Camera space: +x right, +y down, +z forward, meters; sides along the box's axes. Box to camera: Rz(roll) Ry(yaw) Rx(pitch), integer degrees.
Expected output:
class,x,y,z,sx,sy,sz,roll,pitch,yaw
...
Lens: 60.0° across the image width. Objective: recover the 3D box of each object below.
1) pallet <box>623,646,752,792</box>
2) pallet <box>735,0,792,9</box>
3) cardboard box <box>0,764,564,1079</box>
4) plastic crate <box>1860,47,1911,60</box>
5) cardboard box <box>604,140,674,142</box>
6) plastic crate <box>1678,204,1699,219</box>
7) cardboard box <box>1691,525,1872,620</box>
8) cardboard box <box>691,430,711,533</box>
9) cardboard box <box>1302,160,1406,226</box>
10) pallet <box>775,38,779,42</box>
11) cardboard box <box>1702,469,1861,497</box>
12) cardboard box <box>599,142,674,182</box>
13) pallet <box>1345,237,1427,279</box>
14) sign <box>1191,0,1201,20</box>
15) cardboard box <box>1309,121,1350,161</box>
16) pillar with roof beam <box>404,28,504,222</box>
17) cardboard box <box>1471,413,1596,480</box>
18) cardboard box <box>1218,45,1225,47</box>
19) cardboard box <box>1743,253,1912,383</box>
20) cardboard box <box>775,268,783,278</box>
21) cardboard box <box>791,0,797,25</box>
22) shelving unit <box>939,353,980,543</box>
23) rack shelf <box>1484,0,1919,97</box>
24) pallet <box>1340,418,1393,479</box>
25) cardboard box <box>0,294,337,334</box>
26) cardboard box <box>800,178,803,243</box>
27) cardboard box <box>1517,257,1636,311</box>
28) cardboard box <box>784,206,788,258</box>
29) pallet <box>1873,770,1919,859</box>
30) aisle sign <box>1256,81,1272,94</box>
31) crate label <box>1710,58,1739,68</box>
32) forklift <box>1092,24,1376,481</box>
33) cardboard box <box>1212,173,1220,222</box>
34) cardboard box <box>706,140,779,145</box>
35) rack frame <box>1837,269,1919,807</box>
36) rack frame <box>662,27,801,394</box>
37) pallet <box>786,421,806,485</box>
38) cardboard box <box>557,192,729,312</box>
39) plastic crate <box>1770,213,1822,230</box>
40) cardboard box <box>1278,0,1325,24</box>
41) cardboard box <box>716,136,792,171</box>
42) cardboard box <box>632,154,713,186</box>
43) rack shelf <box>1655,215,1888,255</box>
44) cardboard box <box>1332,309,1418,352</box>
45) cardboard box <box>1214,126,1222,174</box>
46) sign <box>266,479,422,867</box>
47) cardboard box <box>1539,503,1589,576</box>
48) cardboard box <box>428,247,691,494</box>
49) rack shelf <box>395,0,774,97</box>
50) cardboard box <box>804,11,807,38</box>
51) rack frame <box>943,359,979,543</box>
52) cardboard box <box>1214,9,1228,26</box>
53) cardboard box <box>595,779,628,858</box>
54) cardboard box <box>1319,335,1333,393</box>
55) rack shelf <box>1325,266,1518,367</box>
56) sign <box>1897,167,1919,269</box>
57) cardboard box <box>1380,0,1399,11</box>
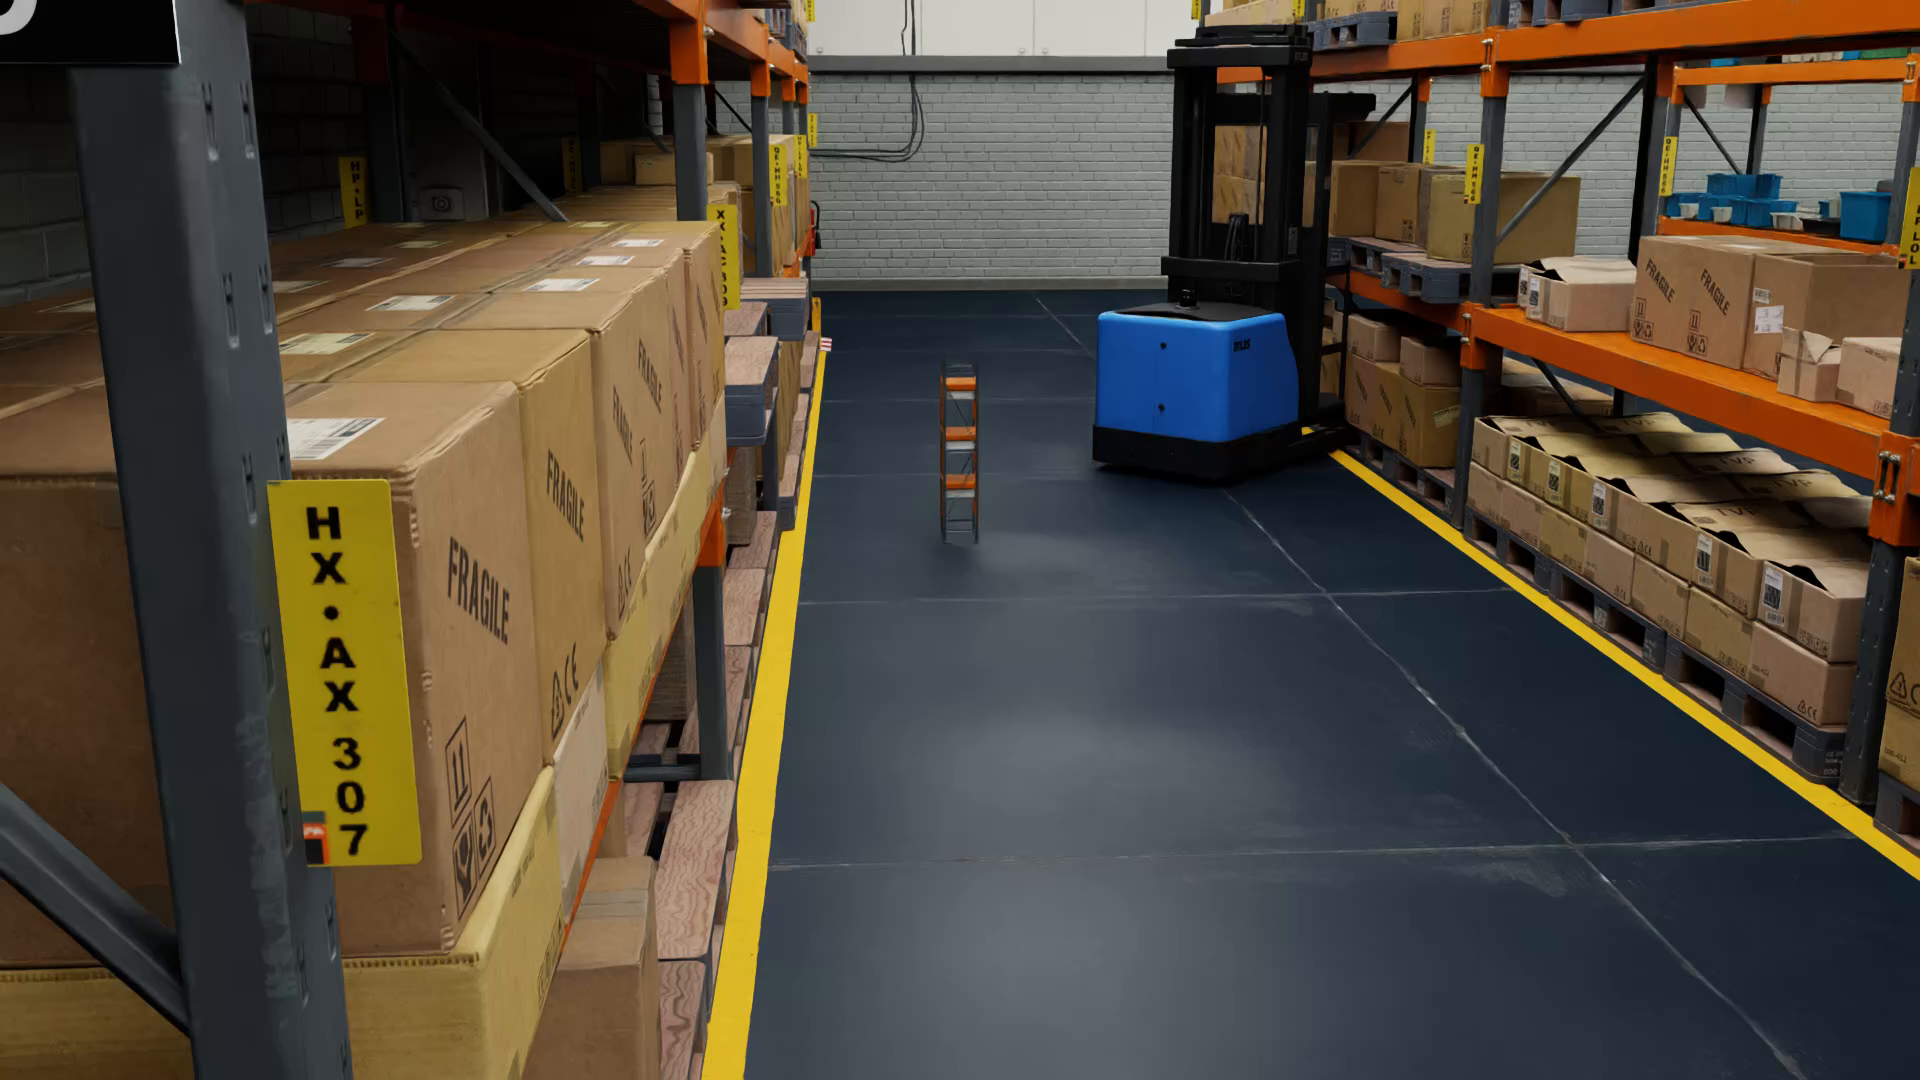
class,x,y,z,sx,sy,sz,roll,pitch,yaw
pallet,-1.336,0.701,6.379,1.003,0.211,1.213,-1,14,-3
pallet,-1.285,-2.231,6.534,1.213,0.211,1.003,-1,14,-3
cardboard box,-0.752,0.475,1.920,0.500,0.250,0.500,-1,14,-5
plastic crate,7.778,-4.049,13.650,0.450,0.188,0.662,-1,14,-3
cardboard box,-1.849,-2.254,9.924,0.500,0.250,0.500,-1,14,-5
plastic crate,7.482,-3.347,16.925,0.250,0.136,0.298,-1,14,-3
cardboard box,3.308,0.098,6.677,0.500,0.311,0.500,0,14,-2
cardboard box,-0.932,-0.156,4.374,0.500,0.250,0.500,-1,14,-3
cardboard box,2.968,-2.654,12.777,0.700,0.500,0.500,-6,16,-22
pallet,-1.699,-3.249,10.495,1.003,0.211,1.213,0,14,-1
cardboard box,3.784,-0.166,7.701,0.500,0.311,0.500,0,14,-2
cardboard box,-1.821,-2.125,9.423,0.500,0.250,0.500,0,14,-2
pallet,3.285,-1.919,11.350,1.003,0.211,1.213,-1,14,-3
sign,2.373,-5.385,16.664,0.100,0.325,0.005,-1,14,-3
cardboard box,2.873,-3.177,13.649,0.500,0.500,0.500,-1,14,-3
pillar with roof beam,1.980,-4.086,7.348,9.100,9.000,0.400,-1,14,-3
cardboard box,3.149,-0.537,9.143,0.500,0.311,0.500,0,14,-2
cardboard box,2.711,-4.642,15.828,0.500,0.250,0.500,-1,14,-3
cardboard box,3.594,-0.904,6.820,0.500,0.500,0.500,0,14,1
cardboard box,-1.262,-1.555,10.013,0.380,0.149,0.250,0,14,-2
cardboard box,-1.561,-4.253,13.276,0.500,0.250,0.500,-1,14,-4
shelving unit,-0.003,-0.522,9.447,0.215,1.050,0.252,-1,14,-3
rack shelf,3.534,-2.135,7.229,1.077,0.370,4.000,-1,14,-3
pallet,3.329,-0.667,11.694,1.003,0.211,1.213,-1,14,-3
cardboard box,-1.337,-0.129,2.765,0.500,0.500,0.500,-1,14,-5
cardboard box,-1.839,-2.908,14.206,0.980,0.700,0.700,-1,14,-5
cardboard box,3.389,-1.394,9.103,0.500,0.311,0.500,0,14,0
cardboard box,-1.361,-2.032,10.565,0.500,0.500,0.500,-1,14,-4
pallet,3.665,1.015,5.156,1.003,0.211,1.213,-1,14,-3
aisle sign,3.216,-4.799,16.940,0.394,0.787,0.004,-1,14,-3
crate label,7.593,-4.740,16.206,0.408,0.251,0.502,-1,14,-3
forklift,2.216,-2.113,11.856,1.130,2.935,3.031,11,18,37
cardboard box,2.716,-3.324,16.224,0.500,0.500,0.500,-1,14,-4
cardboard box,-1.339,-2.267,9.974,0.500,0.250,0.500,-1,14,-4
rack frame,3.658,-0.533,5.580,1.000,3.000,0.127,-1,14,-3
rack frame,-1.782,-2.446,13.012,1.000,3.000,0.127,-1,14,-3
pallet,-1.580,-0.600,11.436,1.003,0.211,1.213,-1,14,-3
cardboard box,-1.395,-1.286,7.422,0.700,0.500,0.500,-1,14,-3
plastic crate,7.698,-2.928,15.297,0.293,0.136,0.466,-1,14,-3
cardboard box,2.861,-4.262,13.349,0.500,0.250,0.500,-1,14,-3
cardboard box,-1.475,-2.771,11.936,0.500,0.250,0.500,-1,14,-2
cardboard box,-1.448,-1.861,8.356,0.380,0.149,0.250,-3,15,-13
rack shelf,7.982,-2.748,15.629,1.077,0.370,4.000,-1,14,-3
cardboard box,3.011,-1.516,12.027,0.500,0.250,0.500,-1,14,-3
cardboard box,2.719,-3.806,16.093,0.500,0.500,0.500,-1,14,-3
sign,-0.497,0.111,1.338,0.100,0.325,0.005,-1,14,-3
cardboard box,3.220,-0.011,8.225,0.500,0.250,0.500,-1,14,-5
cardboard box,-0.891,-0.394,3.794,0.500,0.500,0.500,-1,14,-5
rack shelf,-1.410,-2.058,6.928,1.077,0.370,4.000,-1,14,-3
cardboard box,-1.719,-4.894,15.767,0.500,0.250,0.500,0,14,-2
rack frame,0.004,-0.491,9.329,0.200,1.050,0.008,-1,14,-3
cardboard box,2.710,-4.884,15.766,0.500,0.250,0.500,-1,14,-3
cardboard box,-1.182,0.799,4.535,0.500,0.500,0.500,-2,15,-8
cardboard box,2.993,-1.269,12.572,0.500,0.500,0.500,-1,14,-3
rack shelf,3.286,-1.677,11.469,1.077,0.370,4.000,-1,14,-3
sign,3.117,-1.045,5.404,0.100,0.325,0.005,-1,14,-3
cardboard box,3.205,-3.818,11.081,0.600,0.600,0.600,-1,15,-6
